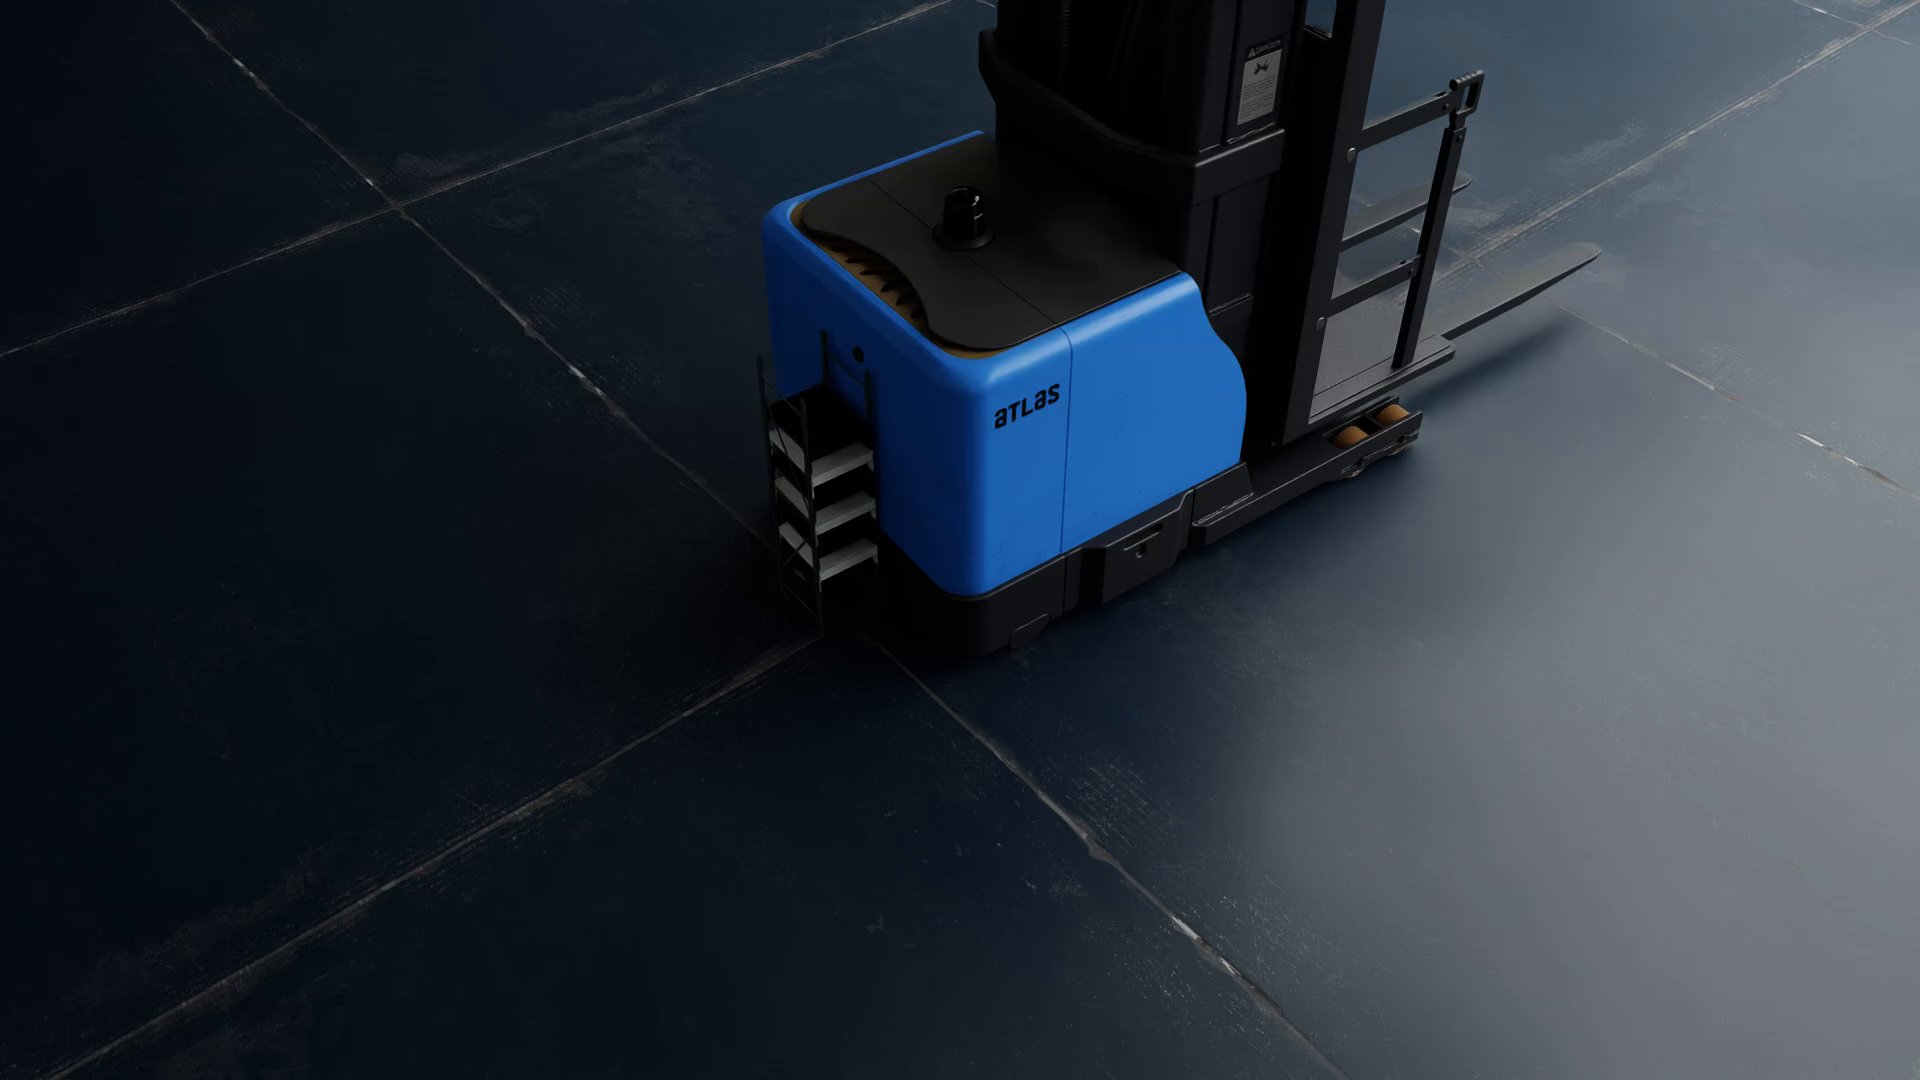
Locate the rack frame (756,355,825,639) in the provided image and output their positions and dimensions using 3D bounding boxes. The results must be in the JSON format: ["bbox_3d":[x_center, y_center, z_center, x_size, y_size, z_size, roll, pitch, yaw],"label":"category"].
[{"bbox_3d":[-0.475,-0.100,4.699,0.006,0.900,0.240,-26,49,-25],"label":"rack frame"}]

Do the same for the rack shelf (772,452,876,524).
[{"bbox_3d":[-0.393,-0.182,4.704,0.200,0.077,0.258,-26,49,-25],"label":"rack shelf"}]

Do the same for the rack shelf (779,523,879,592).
[{"bbox_3d":[-0.393,0.015,4.888,0.200,0.077,0.258,-26,49,-25],"label":"rack shelf"}]

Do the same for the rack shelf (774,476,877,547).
[{"bbox_3d":[-0.393,-0.116,4.765,0.200,0.077,0.258,-26,49,-25],"label":"rack shelf"}]

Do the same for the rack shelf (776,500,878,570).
[{"bbox_3d":[-0.393,-0.051,4.827,0.200,0.077,0.258,-26,49,-25],"label":"rack shelf"}]

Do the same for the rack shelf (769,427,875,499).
[{"bbox_3d":[-0.393,-0.248,4.642,0.200,0.077,0.258,-26,49,-25],"label":"rack shelf"}]

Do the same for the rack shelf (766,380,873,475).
[{"bbox_3d":[-0.393,-0.313,4.580,0.200,0.077,0.258,-26,49,-25],"label":"rack shelf"}]

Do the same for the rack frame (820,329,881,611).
[{"bbox_3d":[-0.310,-0.181,4.786,0.006,0.900,0.240,-26,49,-25],"label":"rack frame"}]

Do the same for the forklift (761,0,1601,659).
[{"bbox_3d":[0.915,-1.542,4.751,3.031,2.935,1.130,-26,49,-25],"label":"forklift"}]

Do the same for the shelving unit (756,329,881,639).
[{"bbox_3d":[-0.393,-0.141,4.742,0.210,0.900,0.258,-26,49,-25],"label":"shelving unit"}]
